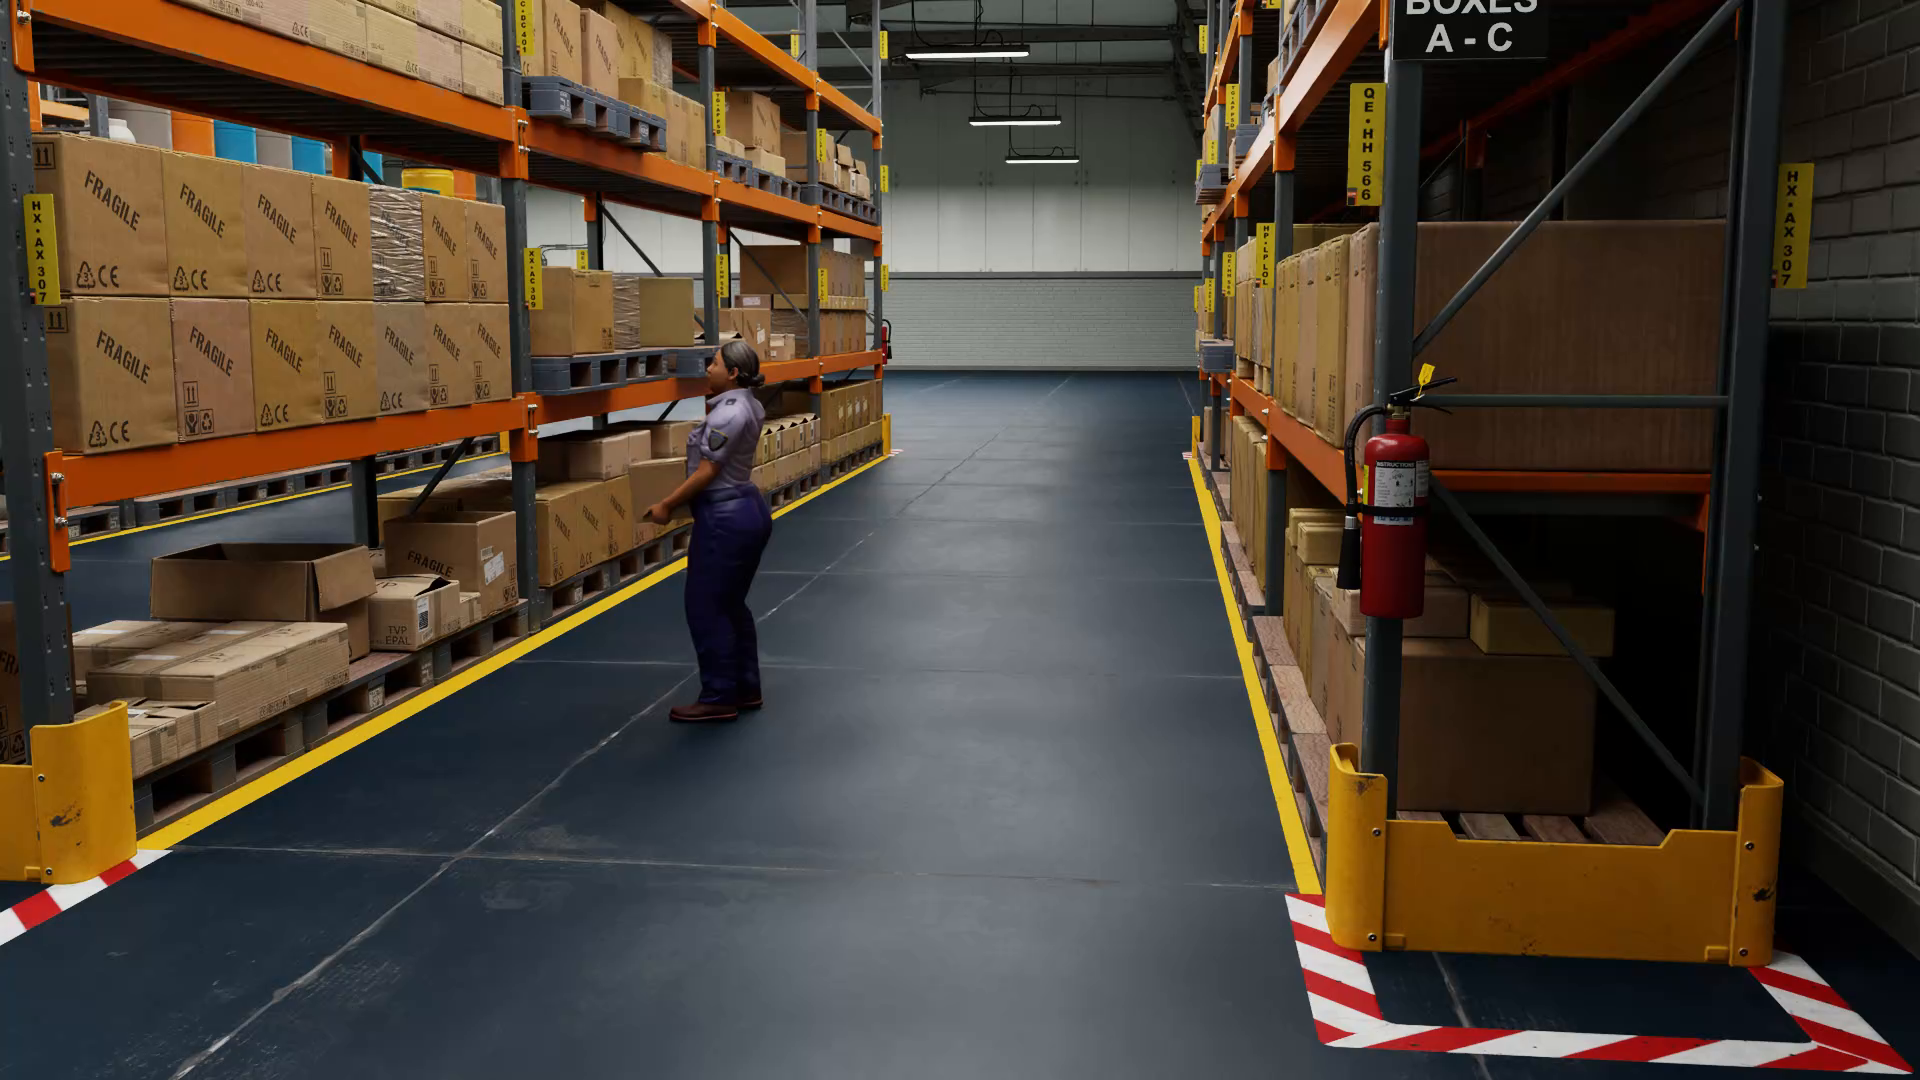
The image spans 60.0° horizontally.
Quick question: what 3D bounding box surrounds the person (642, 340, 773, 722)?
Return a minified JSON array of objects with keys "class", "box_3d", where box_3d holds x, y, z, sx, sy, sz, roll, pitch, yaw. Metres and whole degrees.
[{"class":"person","box_3d":[-1.088,-0.043,7.209,0.515,1.634,0.452,1,8,6]}]
